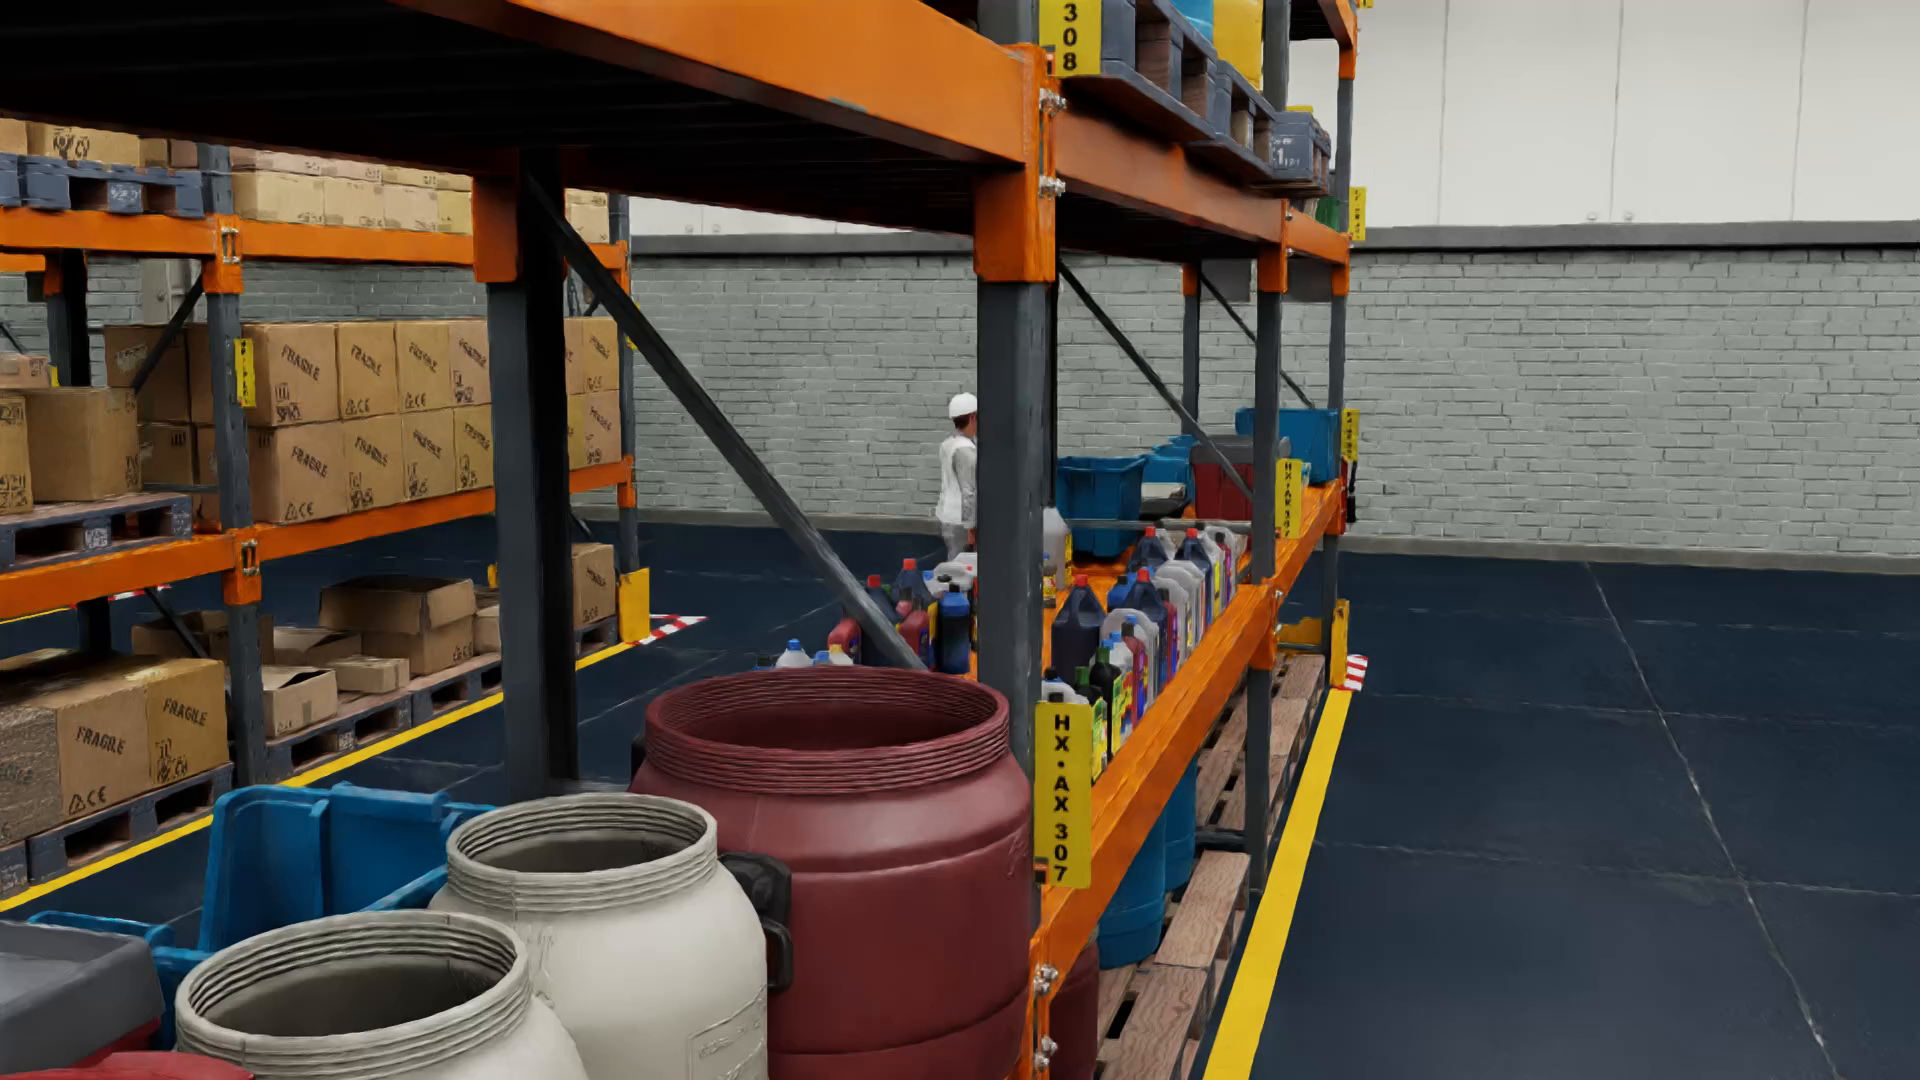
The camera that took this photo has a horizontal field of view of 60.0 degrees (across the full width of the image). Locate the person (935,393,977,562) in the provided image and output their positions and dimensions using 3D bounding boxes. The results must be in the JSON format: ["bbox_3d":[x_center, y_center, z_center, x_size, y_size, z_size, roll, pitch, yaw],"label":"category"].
[{"bbox_3d":[0.079,-0.105,11.275,0.471,1.779,0.577,-1,8,-9],"label":"person"}]
